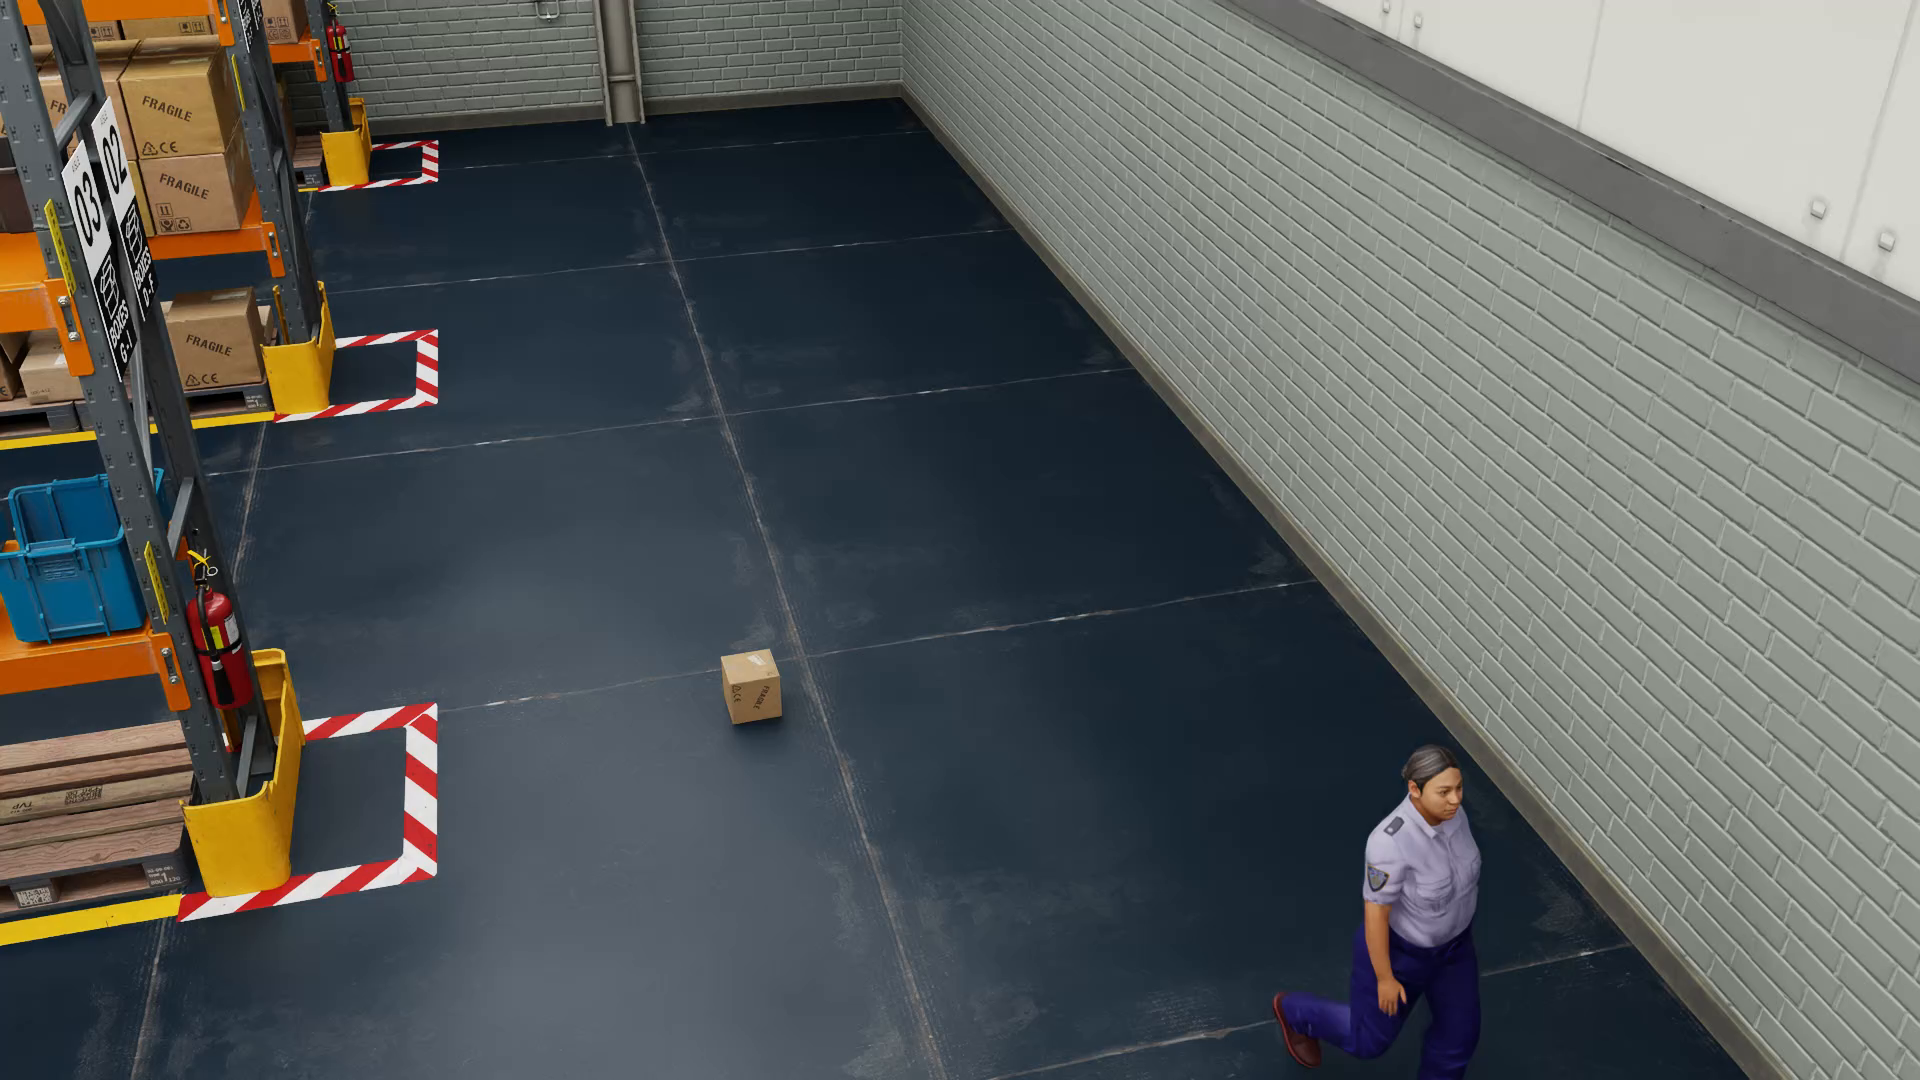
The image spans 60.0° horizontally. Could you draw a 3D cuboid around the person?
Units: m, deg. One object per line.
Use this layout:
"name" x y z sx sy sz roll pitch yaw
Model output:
"person" 1.561 1.405 5.852 0.495 1.594 0.861 -21 36 -31
